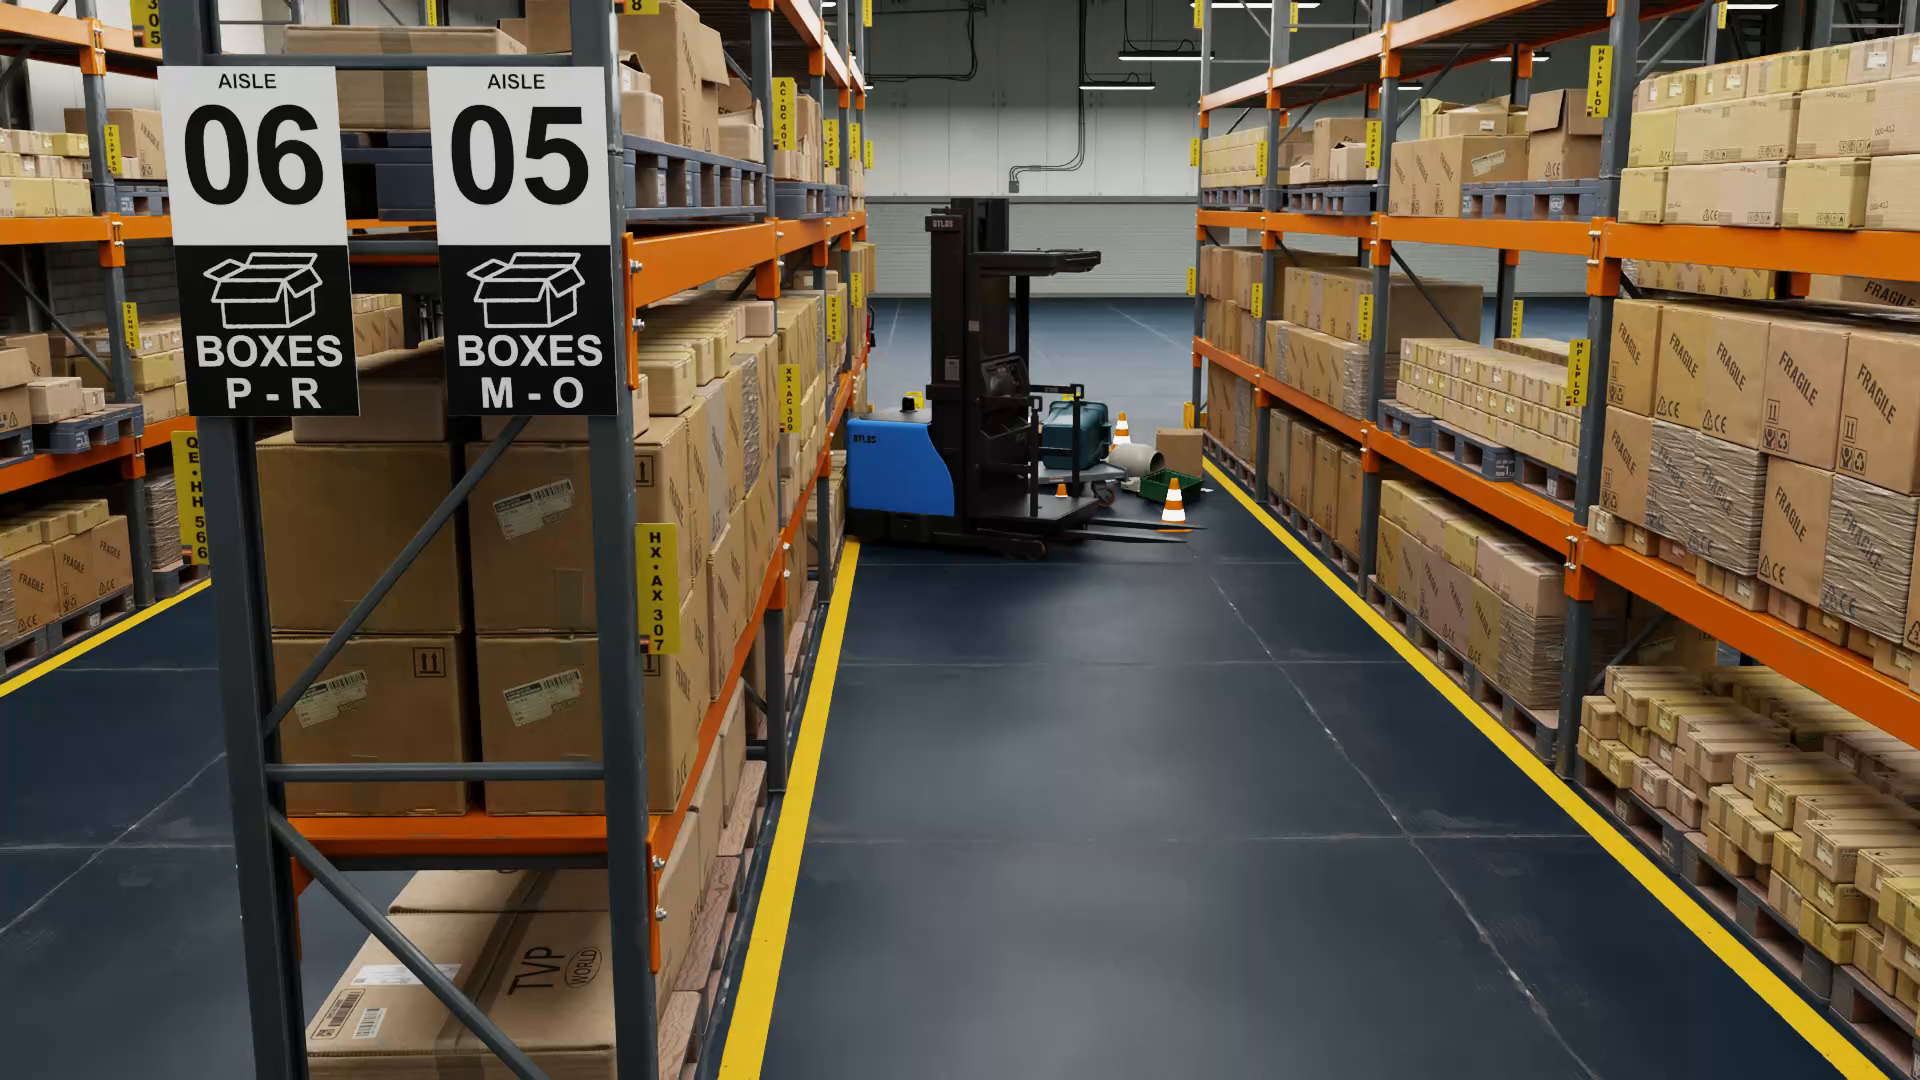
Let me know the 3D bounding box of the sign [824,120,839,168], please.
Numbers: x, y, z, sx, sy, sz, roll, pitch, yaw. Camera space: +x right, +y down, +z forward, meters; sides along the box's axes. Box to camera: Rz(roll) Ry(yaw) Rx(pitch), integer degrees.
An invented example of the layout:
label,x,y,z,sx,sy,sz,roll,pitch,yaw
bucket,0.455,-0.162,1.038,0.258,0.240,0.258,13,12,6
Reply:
label,x,y,z,sx,sy,sz,roll,pitch,yaw
sign,-0.900,-2.769,11.620,0.100,0.325,0.005,0,11,-1

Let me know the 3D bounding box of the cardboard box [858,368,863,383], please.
label,x,y,z,sx,sy,sz,roll,pitch,yaw
cardboard box,-1.263,-1.807,18.263,0.380,0.149,0.250,0,11,1

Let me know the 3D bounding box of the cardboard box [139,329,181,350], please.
label,x,y,z,sx,sy,sz,roll,pitch,yaw
cardboard box,-6.167,-1.521,12.627,0.380,0.149,0.250,0,11,0

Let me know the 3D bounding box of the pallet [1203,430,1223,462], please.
label,x,y,z,sx,sy,sz,roll,pitch,yaw
pallet,3.421,-1.112,19.508,1.003,0.211,1.213,0,11,-1

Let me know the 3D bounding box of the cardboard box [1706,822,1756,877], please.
label,x,y,z,sx,sy,sz,roll,pitch,yaw
cardboard box,3.328,1.271,6.862,0.380,0.149,0.250,-1,11,-3

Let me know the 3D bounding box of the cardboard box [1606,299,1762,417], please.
label,x,y,z,sx,sy,sz,roll,pitch,yaw
cardboard box,3.340,-0.846,7.669,0.500,0.500,0.500,0,11,0

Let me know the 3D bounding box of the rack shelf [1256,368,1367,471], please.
label,x,y,z,sx,sy,sz,roll,pitch,yaw
rack shelf,3.451,-1.092,14.205,1.077,0.370,4.000,0,11,-1

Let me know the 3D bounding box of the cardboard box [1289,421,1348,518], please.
label,x,y,z,sx,sy,sz,roll,pitch,yaw
cardboard box,3.528,-0.630,14.723,1.050,0.750,0.750,0,11,-1

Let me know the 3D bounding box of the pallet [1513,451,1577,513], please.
label,x,y,z,sx,sy,sz,roll,pitch,yaw
pallet,3.704,-0.310,9.025,1.003,0.211,1.213,0,11,-1

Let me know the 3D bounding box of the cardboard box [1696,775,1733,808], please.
label,x,y,z,sx,sy,sz,roll,pitch,yaw
cardboard box,3.383,1.074,7.086,0.380,0.149,0.250,0,11,1

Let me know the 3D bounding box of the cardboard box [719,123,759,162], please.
label,x,y,z,sx,sy,sz,roll,pitch,yaw
cardboard box,-1.034,-1.635,6.852,0.380,0.149,0.250,0,11,0

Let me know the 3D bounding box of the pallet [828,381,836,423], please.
label,x,y,z,sx,sy,sz,roll,pitch,yaw
pallet,-1.576,-1.053,12.690,1.213,0.211,1.003,0,11,-1

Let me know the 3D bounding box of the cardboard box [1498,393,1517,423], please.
label,x,y,z,sx,sy,sz,roll,pitch,yaw
cardboard box,3.346,-0.766,9.618,0.380,0.149,0.250,-1,11,-4

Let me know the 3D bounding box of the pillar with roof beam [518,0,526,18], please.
label,x,y,z,sx,sy,sz,roll,pitch,yaw
pillar with roof beam,-3.413,-7.776,30.257,9.100,9.000,0.548,0,11,-1

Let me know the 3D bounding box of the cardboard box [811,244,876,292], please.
label,x,y,z,sx,sy,sz,roll,pitch,yaw
cardboard box,-1.275,-2.979,18.184,0.700,0.500,0.500,0,11,-2

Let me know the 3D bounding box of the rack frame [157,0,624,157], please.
label,x,y,z,sx,sy,sz,roll,pitch,yaw
rack frame,-1.290,-2.356,3.539,1.000,3.000,0.127,0,11,-1

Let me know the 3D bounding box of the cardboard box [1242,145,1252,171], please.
label,x,y,z,sx,sy,sz,roll,pitch,yaw
cardboard box,3.132,-3.836,16.701,0.500,0.250,0.500,0,11,-1

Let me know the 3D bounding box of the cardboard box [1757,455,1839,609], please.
label,x,y,z,sx,sy,sz,roll,pitch,yaw
cardboard box,3.365,-0.042,6.221,0.500,0.500,0.500,0,11,2

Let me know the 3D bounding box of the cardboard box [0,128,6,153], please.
label,x,y,z,sx,sy,sz,roll,pitch,yaw
cardboard box,-6.095,-2.448,10.163,0.380,0.149,0.250,0,11,-2

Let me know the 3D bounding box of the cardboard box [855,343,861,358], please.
label,x,y,z,sx,sy,sz,roll,pitch,yaw
cardboard box,-1.241,-1.996,17.488,0.380,0.149,0.250,0,11,-1

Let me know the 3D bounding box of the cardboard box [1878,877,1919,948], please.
label,x,y,z,sx,sy,sz,roll,pitch,yaw
cardboard box,3.313,1.238,5.530,0.380,0.149,0.250,0,11,-2

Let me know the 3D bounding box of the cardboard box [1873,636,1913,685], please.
label,x,y,z,sx,sy,sz,roll,pitch,yaw
cardboard box,3.375,0.401,5.672,0.380,0.149,0.250,-1,11,-4

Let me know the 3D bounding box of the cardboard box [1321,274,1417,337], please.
label,x,y,z,sx,sy,sz,roll,pitch,yaw
cardboard box,3.457,-1.979,14.003,0.700,0.500,0.500,0,11,-2

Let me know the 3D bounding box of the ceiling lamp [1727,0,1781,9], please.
label,x,y,z,sx,sy,sz,roll,pitch,yaw
ceiling lamp,11.571,-9.799,25.546,2.000,3.185,0.800,0,11,-1

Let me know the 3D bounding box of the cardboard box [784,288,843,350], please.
label,x,y,z,sx,sy,sz,roll,pitch,yaw
cardboard box,-1.283,-1.910,14.373,0.500,0.500,0.500,0,11,1

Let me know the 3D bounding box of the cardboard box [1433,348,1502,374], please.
label,x,y,z,sx,sy,sz,roll,pitch,yaw
cardboard box,3.321,-1.173,10.878,0.380,0.149,0.250,-1,11,-4

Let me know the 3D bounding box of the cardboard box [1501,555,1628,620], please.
label,x,y,z,sx,sy,sz,roll,pitch,yaw
cardboard box,3.306,0.253,9.111,0.500,0.250,0.500,-1,11,-3

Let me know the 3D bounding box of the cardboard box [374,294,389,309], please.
label,x,y,z,sx,sy,sz,roll,pitch,yaw
cardboard box,-6.256,-2.519,17.548,0.380,0.149,0.250,0,11,-2

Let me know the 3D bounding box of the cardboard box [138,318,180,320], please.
label,x,y,z,sx,sy,sz,roll,pitch,yaw
cardboard box,-6.723,-1.773,13.872,0.380,0.149,0.250,0,11,-1

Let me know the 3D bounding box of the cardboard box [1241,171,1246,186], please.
label,x,y,z,sx,sy,sz,roll,pitch,yaw
cardboard box,3.065,-3.667,16.869,0.380,0.149,0.250,0,11,-1

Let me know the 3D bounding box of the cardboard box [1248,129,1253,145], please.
label,x,y,z,sx,sy,sz,roll,pitch,yaw
cardboard box,3.073,-4.006,16.534,0.380,0.149,0.250,0,11,-1

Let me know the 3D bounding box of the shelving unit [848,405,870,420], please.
label,x,y,z,sx,sy,sz,roll,pitch,yaw
shelving unit,-0.901,-0.678,15.046,0.215,1.050,0.252,-1,-15,2

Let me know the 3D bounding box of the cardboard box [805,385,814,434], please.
label,x,y,z,sx,sy,sz,roll,pitch,yaw
cardboard box,-1.135,-0.776,9.958,0.500,0.250,0.500,-1,11,-3

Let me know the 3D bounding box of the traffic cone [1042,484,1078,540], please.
label,x,y,z,sx,sy,sz,roll,pitch,yaw
traffic cone,0.893,-0.264,14.696,0.336,0.463,0.334,0,11,-1

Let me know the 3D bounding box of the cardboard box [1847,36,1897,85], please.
label,x,y,z,sx,sy,sz,roll,pitch,yaw
cardboard box,3.347,-1.664,5.791,0.380,0.149,0.250,-1,11,-3

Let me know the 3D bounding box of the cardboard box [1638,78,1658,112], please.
label,x,y,z,sx,sy,sz,roll,pitch,yaw
cardboard box,3.338,-2.030,7.592,0.380,0.149,0.250,0,11,-2

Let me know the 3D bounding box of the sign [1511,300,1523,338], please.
label,x,y,z,sx,sy,sz,roll,pitch,yaw
sign,4.034,-1.579,12.087,0.100,0.325,0.005,0,11,-1

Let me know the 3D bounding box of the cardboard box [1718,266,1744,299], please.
label,x,y,z,sx,sy,sz,roll,pitch,yaw
cardboard box,8.074,-2.715,16.881,0.500,0.500,0.500,0,11,-1

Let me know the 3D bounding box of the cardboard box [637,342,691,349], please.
label,x,y,z,sx,sy,sz,roll,pitch,yaw
cardboard box,-1.069,-0.553,5.342,0.380,0.149,0.250,0,11,-1

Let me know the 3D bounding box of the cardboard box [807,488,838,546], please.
label,x,y,z,sx,sy,sz,roll,pitch,yaw
cardboard box,-1.480,-0.183,13.471,0.950,0.372,0.625,0,11,-2

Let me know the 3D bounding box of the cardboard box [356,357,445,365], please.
label,x,y,z,sx,sy,sz,roll,pitch,yaw
cardboard box,-1.616,-0.445,4.809,0.380,0.149,0.250,0,11,-2

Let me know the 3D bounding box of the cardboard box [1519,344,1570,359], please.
label,x,y,z,sx,sy,sz,roll,pitch,yaw
cardboard box,3.969,-1.223,11.124,0.380,0.149,0.250,0,11,1

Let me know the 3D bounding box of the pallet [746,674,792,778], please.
label,x,y,z,sx,sy,sz,roll,pitch,yaw
pallet,-1.464,1.002,9.087,1.003,0.211,1.213,0,11,-1

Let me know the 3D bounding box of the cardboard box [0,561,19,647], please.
label,x,y,z,sx,sy,sz,roll,pitch,yaw
cardboard box,-6.151,0.424,10.155,0.500,0.500,0.500,-1,11,-3

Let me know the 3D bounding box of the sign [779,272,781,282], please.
label,x,y,z,sx,sy,sz,roll,pitch,yaw
sign,-2.163,-3.018,19.716,0.100,0.325,0.005,0,11,-1

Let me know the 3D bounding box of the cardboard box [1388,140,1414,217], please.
label,x,y,z,sx,sy,sz,roll,pitch,yaw
cardboard box,3.238,-2.451,11.301,0.500,0.500,0.500,0,11,-1

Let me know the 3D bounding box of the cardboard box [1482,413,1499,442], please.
label,x,y,z,sx,sy,sz,roll,pitch,yaw
cardboard box,3.338,-0.671,9.899,0.380,0.149,0.250,0,11,1

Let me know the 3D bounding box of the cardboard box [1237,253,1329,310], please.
label,x,y,z,sx,sy,sz,roll,pitch,yaw
cardboard box,3.308,-2.627,16.870,0.875,0.550,0.550,0,11,-1

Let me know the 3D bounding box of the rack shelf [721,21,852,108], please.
label,x,y,z,sx,sy,sz,roll,pitch,yaw
rack shelf,-1.496,-3.795,13.449,1.077,0.370,4.000,0,11,-1

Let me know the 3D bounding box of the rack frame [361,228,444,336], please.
label,x,y,z,sx,sy,sz,roll,pitch,yaw
rack frame,-6.583,-2.575,19.709,1.000,3.000,0.127,0,11,-1

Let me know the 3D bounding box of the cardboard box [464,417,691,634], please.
label,x,y,z,sx,sy,sz,roll,pitch,yaw
cardboard box,-1.015,-0.052,4.503,0.500,0.500,0.500,0,11,-2

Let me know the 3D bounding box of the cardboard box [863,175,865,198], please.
label,x,y,z,sx,sy,sz,roll,pitch,yaw
cardboard box,-1.340,-4.038,19.004,0.500,0.250,0.500,0,11,-2

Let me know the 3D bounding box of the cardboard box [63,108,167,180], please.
label,x,y,z,sx,sy,sz,roll,pitch,yaw
cardboard box,-6.189,-2.904,12.225,0.500,0.500,0.500,0,11,-1

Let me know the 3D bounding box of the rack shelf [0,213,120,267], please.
label,x,y,z,sx,sy,sz,roll,pitch,yaw
rack shelf,-6.376,-1.705,9.684,1.077,0.370,4.000,0,11,-1

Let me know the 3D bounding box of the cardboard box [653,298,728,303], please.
label,x,y,z,sx,sy,sz,roll,pitch,yaw
cardboard box,-1.674,-1.245,10.384,0.500,0.500,0.500,0,11,0

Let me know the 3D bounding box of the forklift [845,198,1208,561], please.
label,x,y,z,sx,sy,sz,roll,pitch,yaw
forklift,0.568,-1.386,14.019,3.031,2.935,1.130,5,13,24
